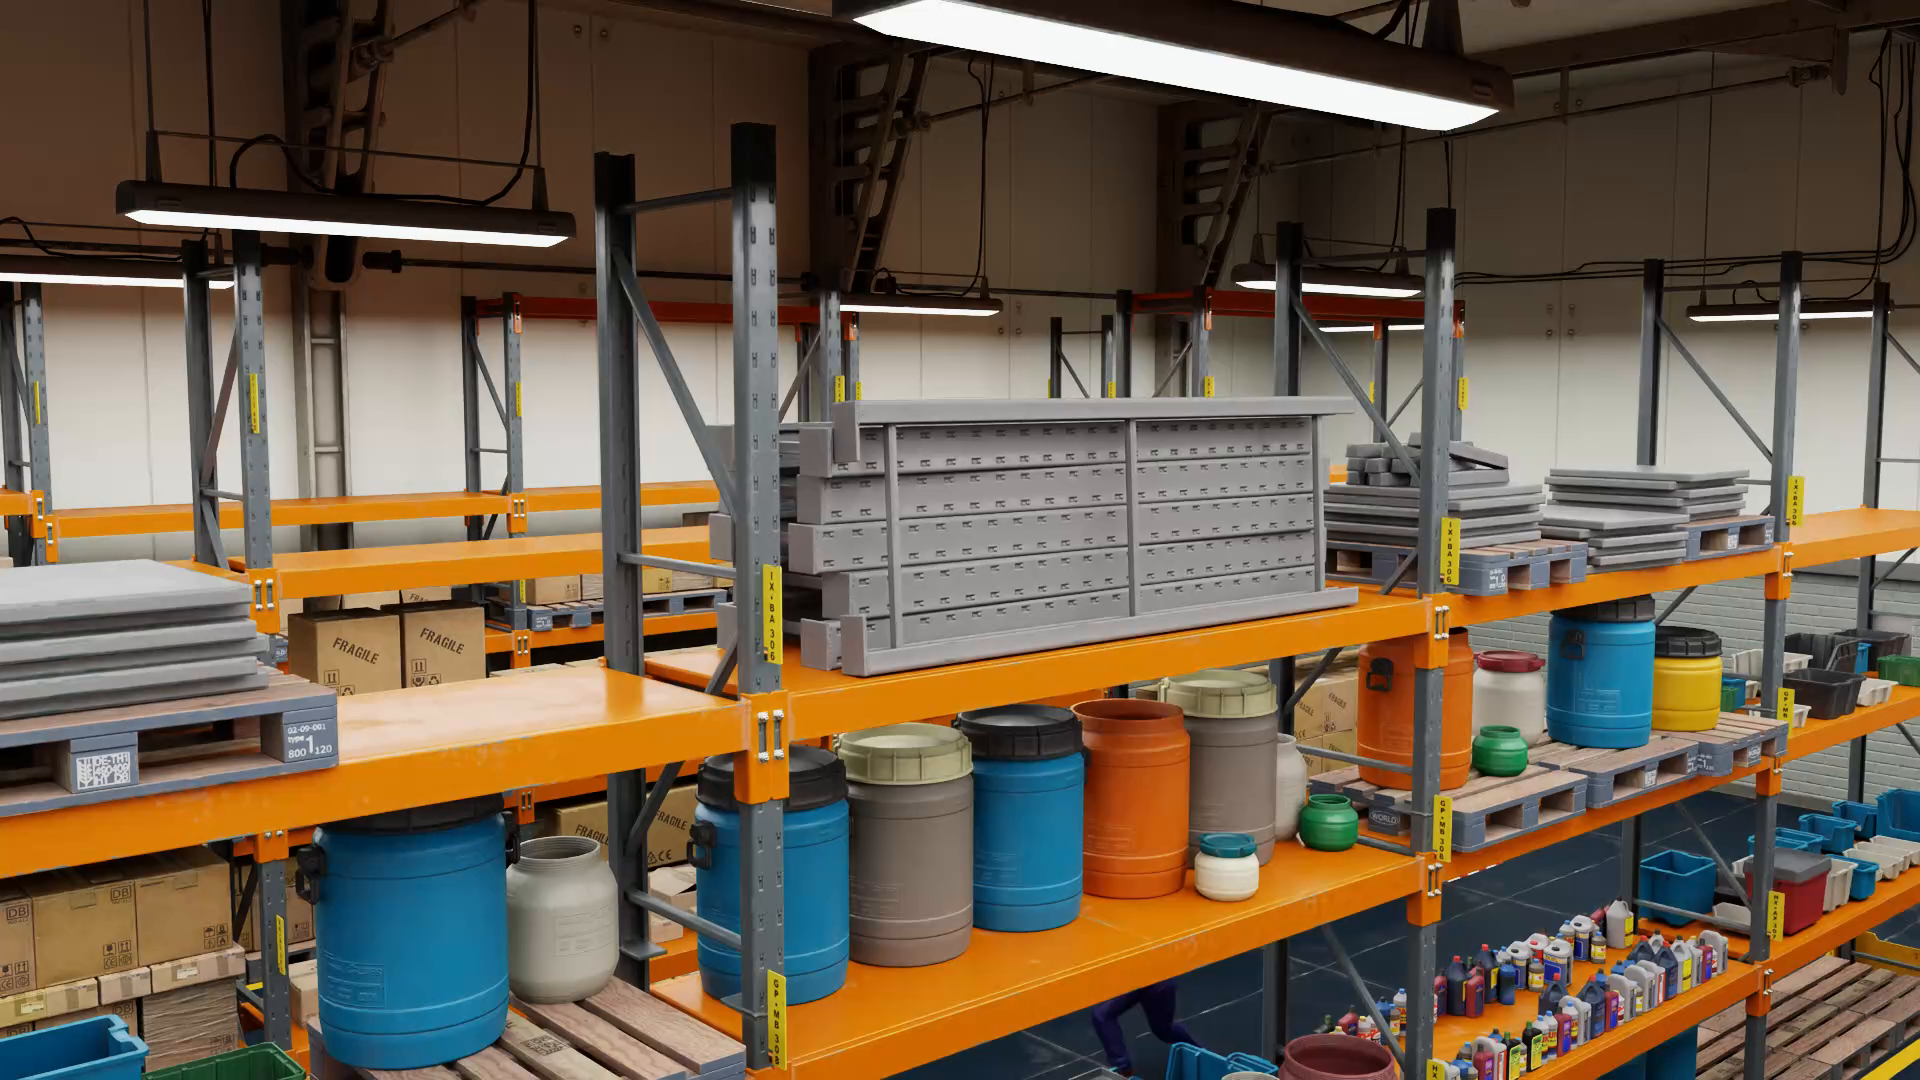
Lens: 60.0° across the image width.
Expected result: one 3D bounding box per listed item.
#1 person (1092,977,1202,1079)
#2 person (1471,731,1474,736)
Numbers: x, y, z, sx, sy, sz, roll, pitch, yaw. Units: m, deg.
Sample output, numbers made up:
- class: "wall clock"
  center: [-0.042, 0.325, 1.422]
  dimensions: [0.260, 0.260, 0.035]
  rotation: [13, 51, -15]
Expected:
- class: "person"
  center: [1.363, 3.322, 12.194]
  dimensions: [1.096, 1.432, 0.589]
  rotation: [-3, 6, -27]
- class: "person"
  center: [5.634, 2.562, 18.875]
  dimensions: [0.551, 1.633, 0.905]
  rotation: [-1, 5, -10]
